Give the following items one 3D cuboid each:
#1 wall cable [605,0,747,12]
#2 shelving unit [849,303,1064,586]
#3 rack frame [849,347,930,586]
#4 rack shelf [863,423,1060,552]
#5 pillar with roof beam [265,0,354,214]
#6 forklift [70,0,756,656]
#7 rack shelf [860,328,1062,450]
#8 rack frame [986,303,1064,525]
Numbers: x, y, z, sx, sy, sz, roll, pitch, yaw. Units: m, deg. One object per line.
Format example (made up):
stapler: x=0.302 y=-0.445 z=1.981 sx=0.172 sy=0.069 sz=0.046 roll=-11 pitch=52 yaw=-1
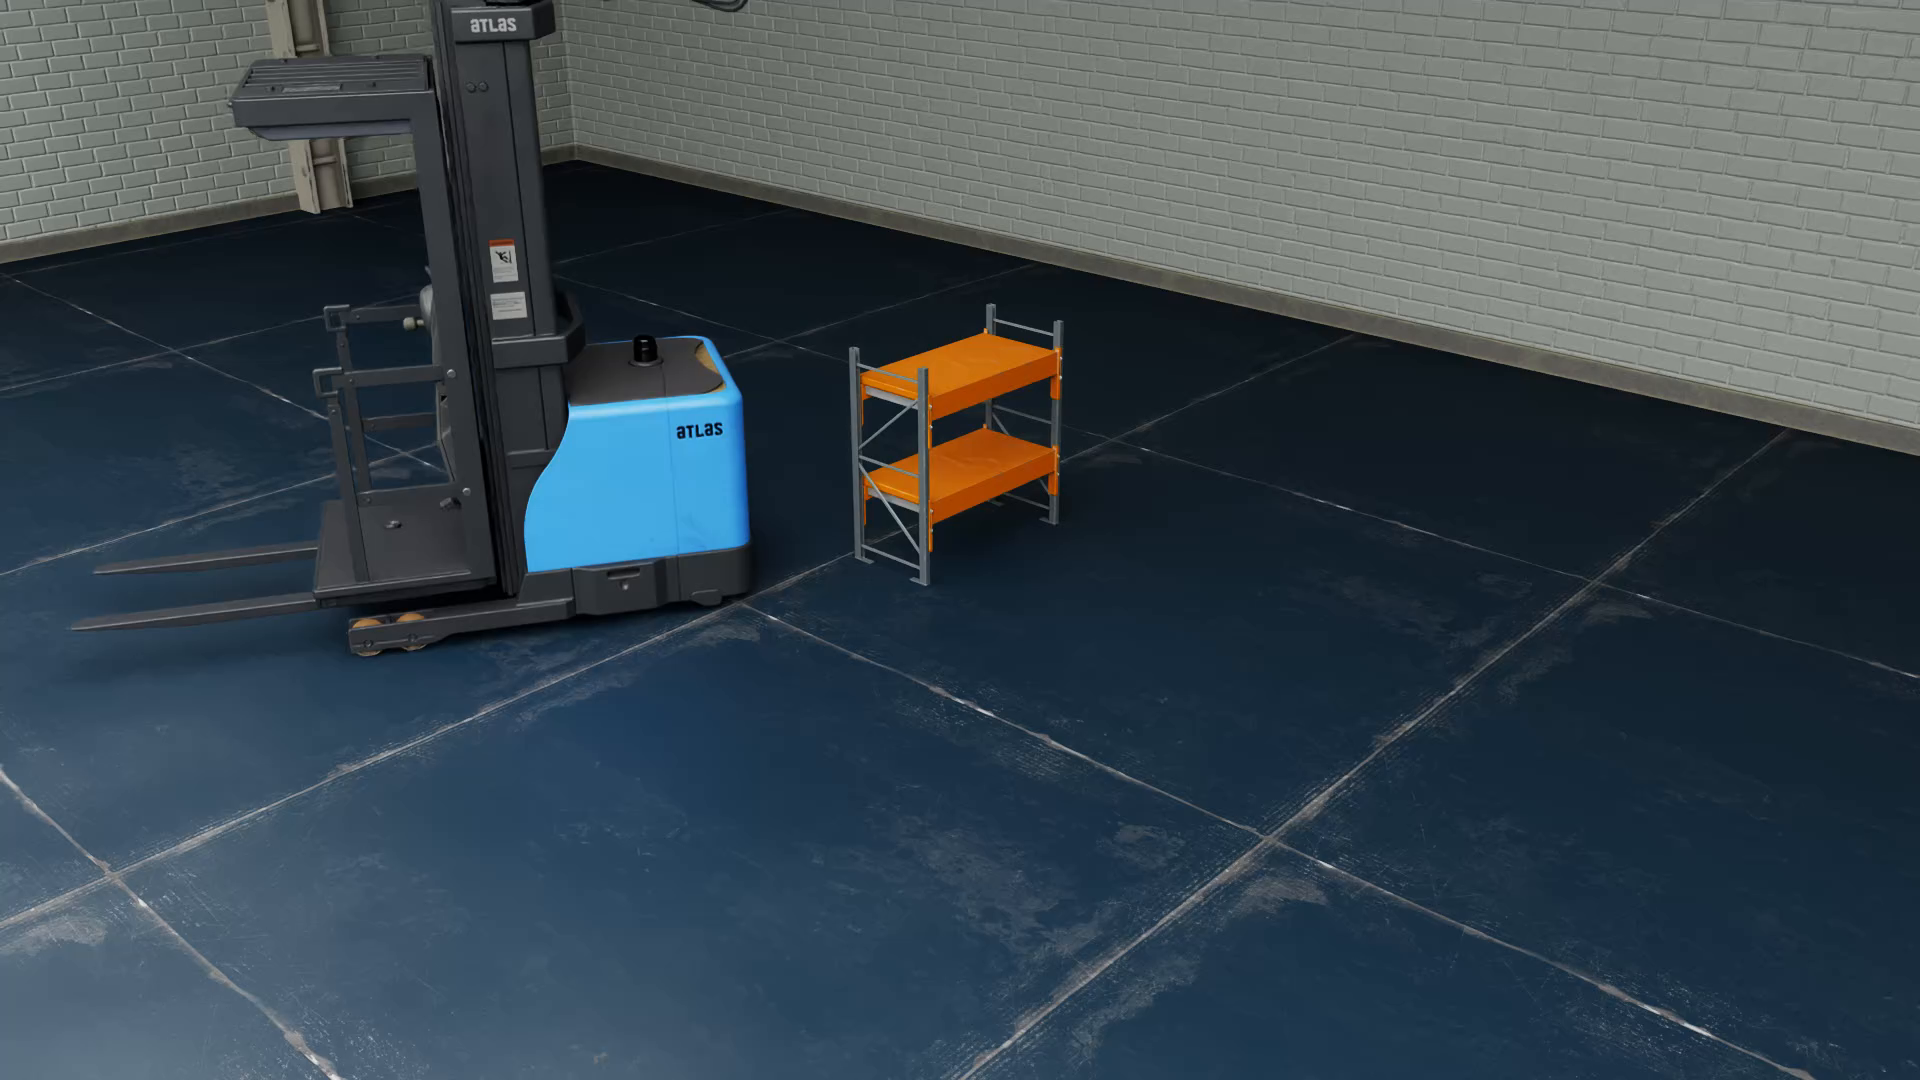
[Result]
wall cable: x=-3.063 y=-6.380 z=15.777 sx=3.097 sy=2.526 sz=0.112 roll=20 pitch=31 yaw=38
shelving unit: x=-0.005 y=-0.511 z=8.515 sx=0.538 sy=1.125 sz=1.048 roll=20 pitch=31 yaw=38
rack frame: x=-0.344 y=-0.356 z=8.170 sx=0.500 sy=1.125 sz=0.032 roll=20 pitch=31 yaw=38
rack shelf: x=-0.005 y=-0.288 z=8.615 sx=0.538 sy=0.278 sz=1.000 roll=20 pitch=31 yaw=38
pillar with roof beam: x=-2.808 y=-6.085 z=11.323 sx=9.100 sy=9.000 sz=0.400 roll=20 pitch=31 yaw=38
forklift: x=-2.570 y=-1.050 z=7.509 sx=3.031 sy=2.935 sz=1.130 roll=-7 pitch=25 yaw=-15
rack shelf: x=-0.005 y=-0.778 z=8.396 sx=0.538 sy=0.278 sz=1.000 roll=20 pitch=31 yaw=38
rack frame: x=0.335 y=-0.666 z=8.861 sx=0.500 sy=1.125 sz=0.032 roll=20 pitch=31 yaw=38
